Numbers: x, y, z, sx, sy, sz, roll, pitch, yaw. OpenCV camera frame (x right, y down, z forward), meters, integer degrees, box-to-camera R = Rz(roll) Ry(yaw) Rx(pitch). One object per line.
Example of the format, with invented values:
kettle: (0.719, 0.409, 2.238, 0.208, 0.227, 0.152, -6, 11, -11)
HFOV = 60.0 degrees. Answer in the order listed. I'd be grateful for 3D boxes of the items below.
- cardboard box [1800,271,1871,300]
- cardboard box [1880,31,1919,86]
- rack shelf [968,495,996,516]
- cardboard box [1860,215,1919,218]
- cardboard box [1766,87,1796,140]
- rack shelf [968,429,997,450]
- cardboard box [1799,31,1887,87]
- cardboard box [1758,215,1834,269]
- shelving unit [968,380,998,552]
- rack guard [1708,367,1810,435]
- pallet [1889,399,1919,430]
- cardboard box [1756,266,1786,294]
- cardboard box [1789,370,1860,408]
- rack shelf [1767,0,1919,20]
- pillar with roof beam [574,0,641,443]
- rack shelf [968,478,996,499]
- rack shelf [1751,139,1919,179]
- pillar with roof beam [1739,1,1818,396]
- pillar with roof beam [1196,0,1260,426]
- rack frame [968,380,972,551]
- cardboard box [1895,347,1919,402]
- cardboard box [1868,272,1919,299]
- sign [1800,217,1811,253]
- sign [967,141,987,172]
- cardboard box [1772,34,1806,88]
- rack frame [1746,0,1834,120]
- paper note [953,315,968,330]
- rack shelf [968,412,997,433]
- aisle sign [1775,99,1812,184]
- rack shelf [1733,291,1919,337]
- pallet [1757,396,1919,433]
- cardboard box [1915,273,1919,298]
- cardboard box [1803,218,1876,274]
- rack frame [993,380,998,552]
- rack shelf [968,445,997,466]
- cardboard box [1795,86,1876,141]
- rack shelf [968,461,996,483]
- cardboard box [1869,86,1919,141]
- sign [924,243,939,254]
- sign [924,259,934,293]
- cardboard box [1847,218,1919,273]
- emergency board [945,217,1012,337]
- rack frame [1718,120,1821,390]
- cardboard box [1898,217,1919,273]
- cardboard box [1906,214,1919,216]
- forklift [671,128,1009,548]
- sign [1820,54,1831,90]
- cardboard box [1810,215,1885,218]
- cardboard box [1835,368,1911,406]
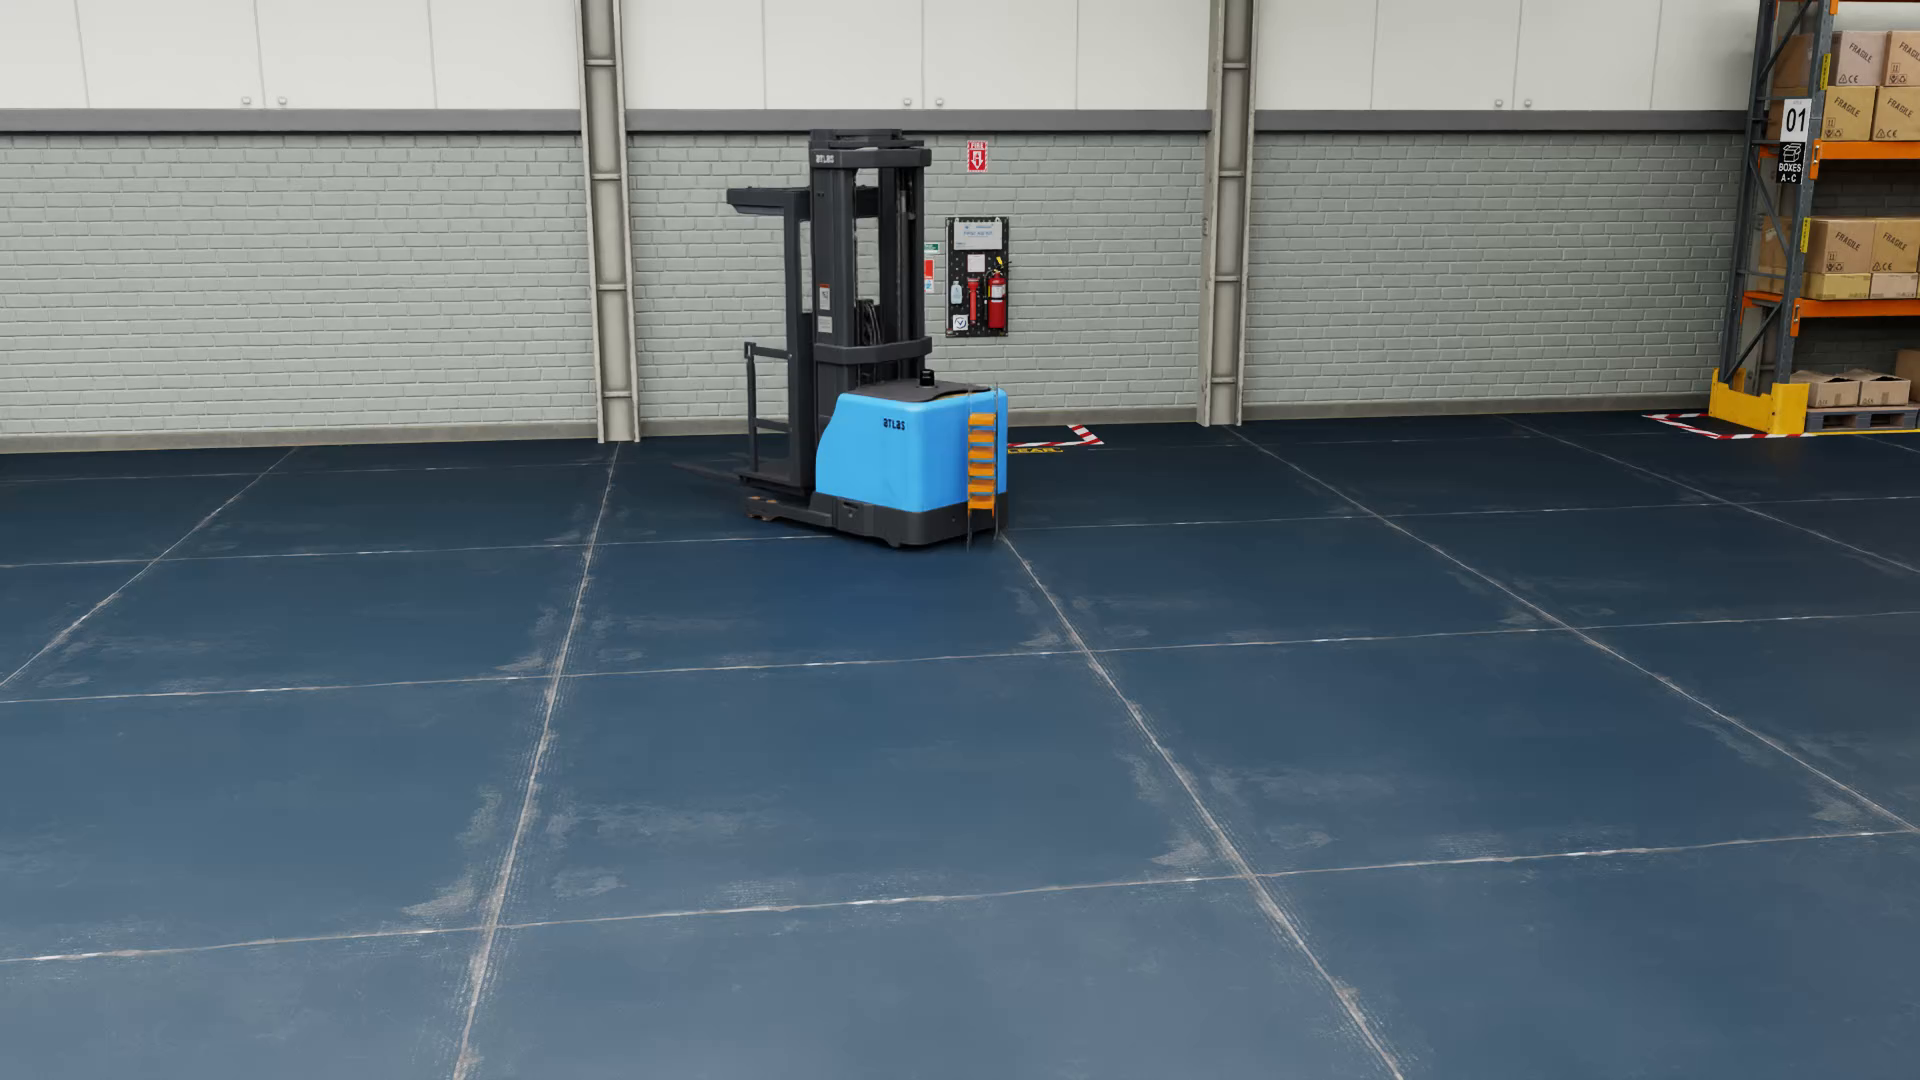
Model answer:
cardboard box: (8.539, -2.509, 16.327, 0.500, 0.250, 0.500, -3, 14, -10)
cardboard box: (8.929, -4.590, 15.891, 0.500, 0.500, 0.500, -2, 14, -9)
rack shelf: (0.162, -0.251, 11.926, 0.180, 0.103, 0.258, 2, 14, 7)
cardboard box: (9.453, -3.035, 16.884, 0.500, 0.500, 0.500, -2, 14, -10)
cardboard box: (8.384, -4.220, 16.469, 0.500, 0.500, 0.500, -1, 14, -4)
rack shelf: (0.162, -0.717, 11.810, 0.180, 0.103, 0.258, 2, 14, 7)
cardboard box: (8.426, -4.584, 15.867, 0.500, 0.500, 0.500, -3, 14, -12)
cardboard box: (8.443, -3.000, 16.742, 0.500, 0.500, 0.500, -2, 14, -9)
shelving unit: (0.162, -0.527, 11.857, 0.189, 1.200, 0.258, 2, 14, 7)
rack guard: (8.084, -1.421, 16.860, 0.348, 0.500, 1.175, -2, 14, -8)
pallet: (10.096, -1.345, 17.152, 1.213, 0.211, 1.003, -2, 14, -8)
cardboard box: (8.442, -2.631, 16.814, 0.500, 0.250, 0.500, -2, 14, -7)
cardboard box: (8.706, -1.543, 16.832, 0.500, 0.311, 0.500, -4, 15, -15)
rack shelf: (9.986, -5.262, 16.192, 4.000, 0.370, 1.077, -2, 14, -8)
pillar with roof beam: (-2.653, -4.304, 10.883, 0.400, 9.000, 9.100, -2, 14, -8)
rack shelf: (0.162, -0.368, 11.897, 0.180, 0.103, 0.258, 2, 14, 7)
rack shelf: (9.986, -3.809, 16.557, 4.000, 0.370, 1.077, -2, 14, -8)
pillar with roof beam: (9.213, -4.738, 12.617, 0.400, 9.000, 9.100, -2, 14, -8)
pillar with roof beam: (3.280, -4.521, 11.750, 0.400, 9.000, 9.100, -2, 14, -8)
rack frame: (0.071, -0.530, 11.868, 0.006, 1.200, 0.240, 2, 14, 7)
cardboard box: (10.003, -1.670, 16.950, 0.500, 0.500, 0.700, -3, 14, -12)
cardboard box: (9.050, -2.531, 16.416, 0.500, 0.250, 0.500, -3, 14, -10)
sign: (8.090, -2.920, 15.919, 0.005, 0.325, 0.100, -2, 14, -8)
sign: (0.167, -3.714, 16.101, 0.199, 0.298, 0.001, -2, 14, -8)
cardboard box: (8.396, -4.707, 16.357, 0.500, 0.500, 0.500, -1, 14, -6)
rack frame: (8.009, -5.541, 15.815, 0.127, 3.000, 1.000, -2, 14, -8)
paper note: (0.004, -2.149, 16.436, 0.142, 0.148, 0.016, -2, 14, -8)
rack shelf: (0.162, -0.833, 11.780, 0.180, 0.103, 0.258, 2, 14, 7)
aisle sign: (7.982, -3.817, 15.931, 0.004, 0.787, 0.394, -2, 14, -8)
rack shelf: (9.986, -2.354, 16.922, 4.000, 0.370, 1.077, -2, 14, -8)
pallet: (8.892, -1.302, 16.979, 1.213, 0.211, 1.003, -2, 14, -8)
cardboard box: (9.555, -2.548, 16.483, 0.500, 0.250, 0.500, -2, 14, -9)
cardboard box: (8.526, -2.876, 16.250, 0.500, 0.500, 0.500, -2, 14, -8)
rack frame: (0.253, -0.525, 11.847, 0.006, 1.200, 0.240, 2, 14, 7)
rack shelf: (0.162, -0.600, 11.839, 0.180, 0.103, 0.258, 2, 14, 7)
cardboard box: (8.377, -4.096, 15.974, 0.500, 0.500, 0.500, -2, 14, -7)
rack shelf: (0.162, -0.484, 11.868, 0.180, 0.103, 0.258, 2, 14, 7)
cardboard box: (8.913, -4.107, 16.017, 0.500, 0.500, 0.500, -1, 14, -5)
sign: (-0.367, -2.843, 16.231, 0.331, 0.109, 0.001, -2, 14, -8)
sign: (-0.372, -2.588, 16.303, 0.234, 0.329, 0.001, -2, 14, -8)
cardboard box: (9.016, -2.892, 16.312, 0.500, 0.500, 0.500, -2, 14, -8)
emergency board: (0.190, -2.566, 16.288, 0.643, 1.169, 0.194, -2, 14, -8)
rack frame: (8.009, -2.631, 16.545, 0.127, 3.000, 1.000, -2, 14, -8)
cardboard box: (9.528, -2.909, 16.381, 0.500, 0.500, 0.500, -3, 14, -10)
cardboard box: (9.951, -3.053, 16.957, 0.500, 0.500, 0.500, -2, 14, -8)
forklift: (-1.062, -1.646, 12.759, 3.031, 2.935, 1.130, 13, 19, 41)
sign: (8.090, -4.379, 15.553, 0.005, 0.325, 0.100, -2, 14, -8)
cardboard box: (8.942, -3.015, 16.805, 0.500, 0.500, 0.500, -2, 14, -8)
cardboard box: (9.270, -1.564, 16.915, 0.500, 0.311, 0.500, -1, 14, -4)
